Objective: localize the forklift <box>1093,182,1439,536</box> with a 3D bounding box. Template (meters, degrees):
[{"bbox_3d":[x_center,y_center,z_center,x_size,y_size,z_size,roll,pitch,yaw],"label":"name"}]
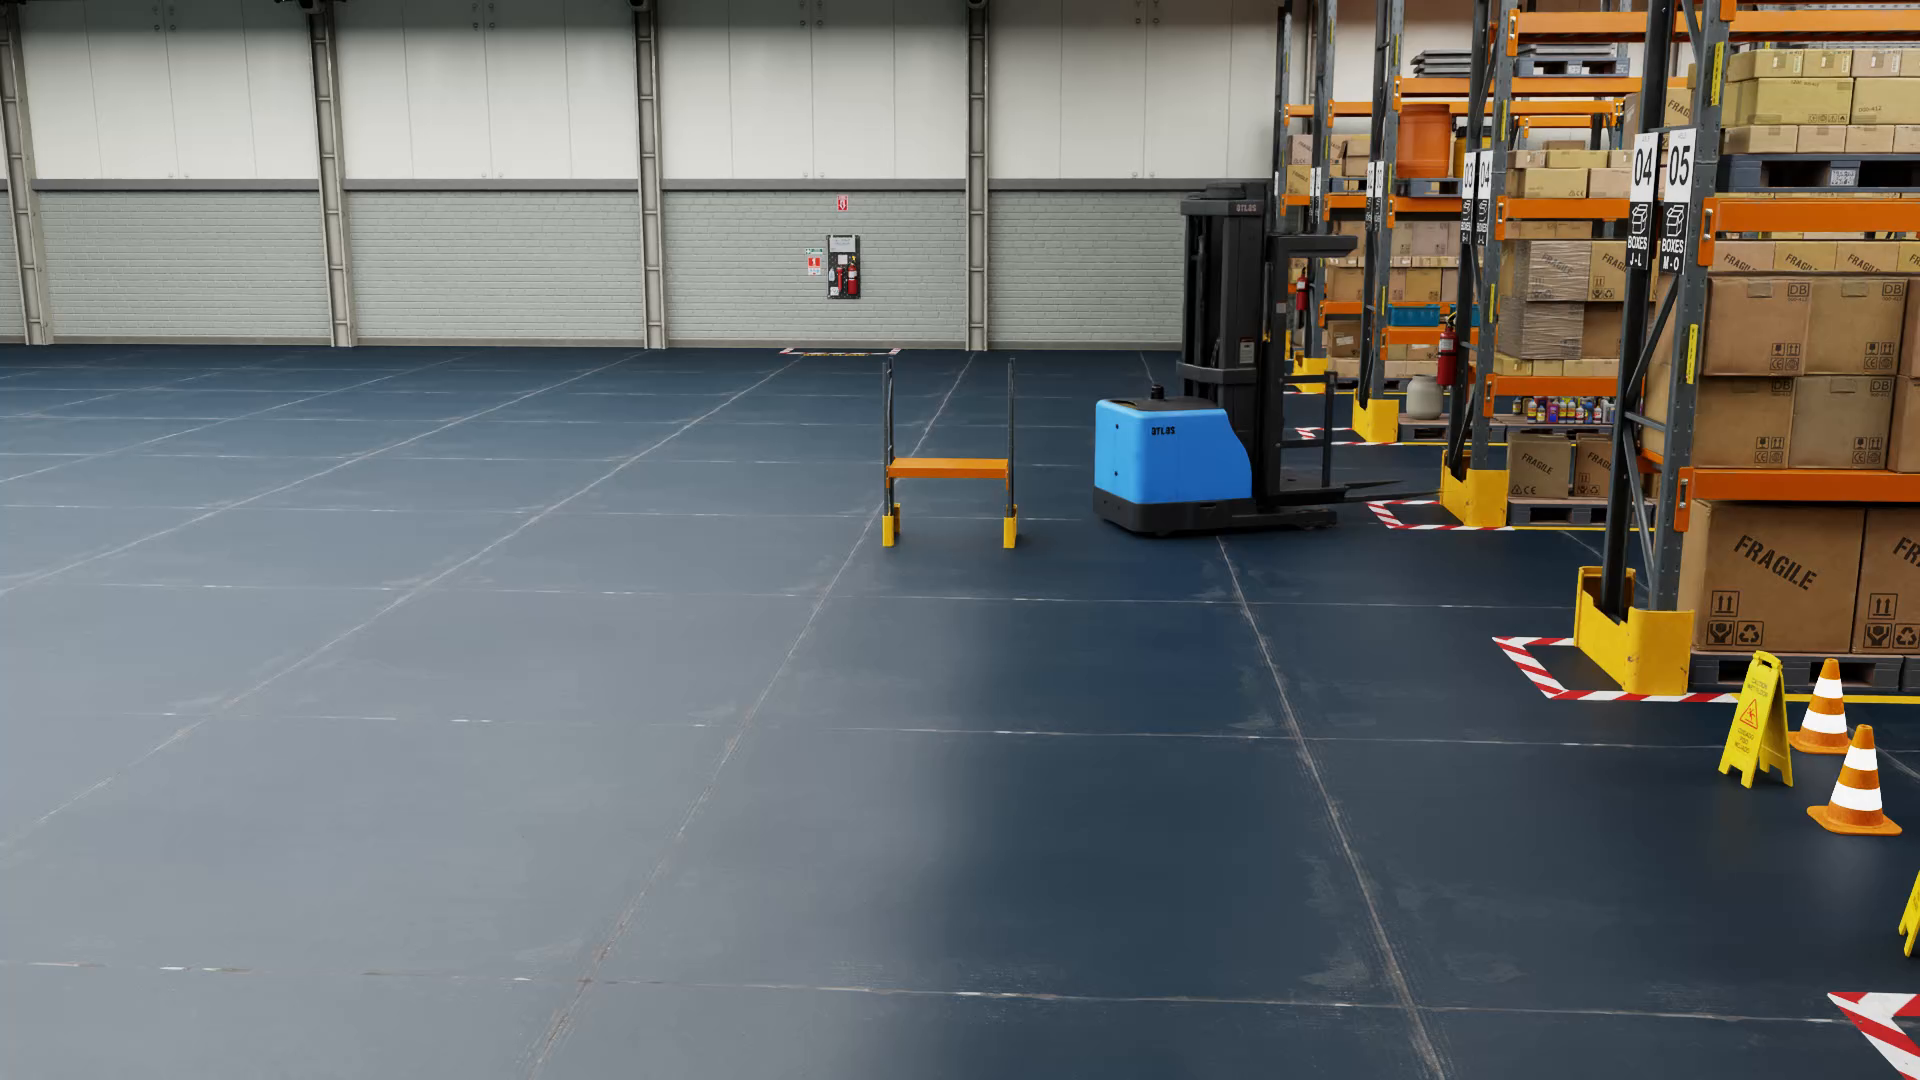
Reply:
[{"bbox_3d":[2.755,-1.618,14.515,3.031,2.935,1.130,-4,12,-17],"label":"forklift"}]

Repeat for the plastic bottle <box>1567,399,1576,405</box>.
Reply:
[{"bbox_3d":[7.330,-1.582,19.936,0.097,0.201,0.097,0,12,0],"label":"plastic bottle"}]

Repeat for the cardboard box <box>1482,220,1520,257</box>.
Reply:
[{"bbox_3d":[7.758,-4.369,24.088,0.500,0.500,0.700,1,12,4],"label":"cardboard box"}]

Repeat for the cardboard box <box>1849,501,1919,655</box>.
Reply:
[{"bbox_3d":[5.675,0.156,10.032,0.875,0.875,0.875,1,12,3],"label":"cardboard box"}]

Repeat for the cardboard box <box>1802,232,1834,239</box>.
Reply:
[{"bbox_3d":[14.495,-5.130,28.284,0.500,0.250,0.500,1,12,3],"label":"cardboard box"}]

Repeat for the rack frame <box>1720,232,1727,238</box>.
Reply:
[{"bbox_3d":[8.870,-2.655,19.302,0.053,2.616,0.949,1,12,4],"label":"rack frame"}]

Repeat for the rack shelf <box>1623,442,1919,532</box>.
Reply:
[{"bbox_3d":[6.111,-0.307,9.835,4.000,0.370,1.077,1,12,4],"label":"rack shelf"}]

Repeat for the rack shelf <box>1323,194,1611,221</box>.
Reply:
[{"bbox_3d":[7.209,-4.811,24.040,4.000,0.370,1.077,1,12,4],"label":"rack shelf"}]

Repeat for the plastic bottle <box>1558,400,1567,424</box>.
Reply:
[{"bbox_3d":[7.009,-1.497,19.356,0.097,0.271,0.097,0,12,0],"label":"plastic bottle"}]

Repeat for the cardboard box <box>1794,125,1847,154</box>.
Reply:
[{"bbox_3d":[4.691,-2.212,9.206,0.250,0.149,0.380,1,12,4],"label":"cardboard box"}]

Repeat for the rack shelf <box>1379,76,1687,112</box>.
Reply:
[{"bbox_3d":[6.874,-5.071,18.937,4.000,0.370,1.077,1,12,4],"label":"rack shelf"}]

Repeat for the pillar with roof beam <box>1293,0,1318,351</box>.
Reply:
[{"bbox_3d":[6.009,-6.958,25.223,0.548,9.000,9.100,1,12,4],"label":"pillar with roof beam"}]

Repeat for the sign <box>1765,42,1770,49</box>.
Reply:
[{"bbox_3d":[8.822,-5.377,18.176,0.005,0.325,0.100,1,12,4],"label":"sign"}]

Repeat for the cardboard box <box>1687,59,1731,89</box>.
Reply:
[{"bbox_3d":[4.474,-2.741,9.786,0.250,0.149,0.380,1,12,4],"label":"cardboard box"}]

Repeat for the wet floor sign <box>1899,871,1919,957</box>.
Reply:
[{"bbox_3d":[3.768,1.258,6.350,0.232,0.644,0.267,5,13,23],"label":"wet floor sign"}]

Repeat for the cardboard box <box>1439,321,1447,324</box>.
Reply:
[{"bbox_3d":[7.266,-2.984,24.737,0.500,0.500,0.500,1,12,4],"label":"cardboard box"}]

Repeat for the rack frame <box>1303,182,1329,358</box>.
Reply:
[{"bbox_3d":[5.213,-3.722,24.404,0.127,3.000,1.000,1,12,4],"label":"rack frame"}]

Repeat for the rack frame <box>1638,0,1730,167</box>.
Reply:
[{"bbox_3d":[4.116,-3.623,9.278,0.127,3.000,1.000,1,12,4],"label":"rack frame"}]

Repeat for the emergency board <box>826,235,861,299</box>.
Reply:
[{"bbox_3d":[-2.153,-5.025,30.633,0.643,1.169,0.194,1,12,4],"label":"emergency board"}]

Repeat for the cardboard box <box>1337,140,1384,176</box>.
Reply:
[{"bbox_3d":[5.787,-5.506,23.988,0.637,0.503,0.797,2,12,8],"label":"cardboard box"}]

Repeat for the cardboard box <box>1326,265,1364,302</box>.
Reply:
[{"bbox_3d":[5.678,-3.762,24.351,0.500,0.500,0.700,1,12,4],"label":"cardboard box"}]

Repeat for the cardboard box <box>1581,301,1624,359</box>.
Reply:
[{"bbox_3d":[5.602,-1.897,14.711,0.500,0.500,0.875,1,12,4],"label":"cardboard box"}]

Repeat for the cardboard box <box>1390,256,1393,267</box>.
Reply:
[{"bbox_3d":[6.103,-4.032,24.059,0.250,0.149,0.380,1,12,4],"label":"cardboard box"}]

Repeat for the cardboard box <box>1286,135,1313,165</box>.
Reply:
[{"bbox_3d":[5.909,-6.695,28.558,0.500,0.500,0.500,0,12,0],"label":"cardboard box"}]

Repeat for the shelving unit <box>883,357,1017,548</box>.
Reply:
[{"bbox_3d":[-0.076,-0.735,13.789,1.083,1.500,0.587,1,12,4],"label":"shelving unit"}]

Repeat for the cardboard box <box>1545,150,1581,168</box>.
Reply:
[{"bbox_3d":[5.059,-3.214,14.042,0.250,0.149,0.380,1,12,5],"label":"cardboard box"}]

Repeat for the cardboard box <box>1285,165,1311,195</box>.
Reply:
[{"bbox_3d":[5.858,-6.205,28.657,0.500,0.500,0.500,1,12,5],"label":"cardboard box"}]

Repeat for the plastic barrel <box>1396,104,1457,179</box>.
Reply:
[{"bbox_3d":[5.372,-4.613,19.265,0.708,0.830,0.600,1,12,4],"label":"plastic barrel"}]

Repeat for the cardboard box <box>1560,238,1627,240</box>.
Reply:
[{"bbox_3d":[5.612,-2.419,14.765,0.500,0.500,0.500,1,12,4],"label":"cardboard box"}]

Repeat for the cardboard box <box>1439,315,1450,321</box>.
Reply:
[{"bbox_3d":[8.494,-3.677,29.221,0.500,0.500,0.500,0,12,-1],"label":"cardboard box"}]

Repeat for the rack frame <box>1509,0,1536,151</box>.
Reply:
[{"bbox_3d":[9.532,-7.616,28.367,0.127,3.000,1.000,1,12,4],"label":"rack frame"}]

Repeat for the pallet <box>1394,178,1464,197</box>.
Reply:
[{"bbox_3d":[5.698,-4.054,19.130,1.213,0.211,1.003,1,12,4],"label":"pallet"}]

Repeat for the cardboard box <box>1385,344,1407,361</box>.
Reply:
[{"bbox_3d":[6.233,-2.889,24.283,0.500,0.500,0.500,1,12,4],"label":"cardboard box"}]

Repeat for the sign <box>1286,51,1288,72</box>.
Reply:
[{"bbox_3d":[5.504,-8.055,27.995,0.005,0.325,0.100,1,12,4],"label":"sign"}]

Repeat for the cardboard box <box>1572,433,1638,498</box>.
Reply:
[{"bbox_3d":[5.768,-0.667,14.880,0.500,0.500,0.500,4,12,19],"label":"cardboard box"}]

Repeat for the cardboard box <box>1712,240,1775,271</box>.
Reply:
[{"bbox_3d":[6.575,-2.298,14.187,0.500,0.500,0.500,1,12,4],"label":"cardboard box"}]

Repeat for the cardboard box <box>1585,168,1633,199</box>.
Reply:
[{"bbox_3d":[5.526,-3.028,14.126,0.500,0.250,0.500,1,12,2],"label":"cardboard box"}]

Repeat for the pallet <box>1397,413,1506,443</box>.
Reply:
[{"bbox_3d":[5.768,-1.341,19.835,1.213,0.211,1.003,1,12,4],"label":"pallet"}]

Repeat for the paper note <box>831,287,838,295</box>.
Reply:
[{"bbox_3d":[-2.325,-4.610,30.802,0.142,0.148,0.016,1,12,4],"label":"paper note"}]

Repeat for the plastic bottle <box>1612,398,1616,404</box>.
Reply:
[{"bbox_3d":[7.675,-1.519,19.435,0.133,0.283,0.061,1,12,4],"label":"plastic bottle"}]

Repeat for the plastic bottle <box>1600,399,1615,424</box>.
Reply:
[{"bbox_3d":[7.532,-1.497,19.348,0.135,0.276,0.152,1,12,5],"label":"plastic bottle"}]

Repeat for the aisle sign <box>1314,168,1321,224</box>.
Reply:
[{"bbox_3d":[5.127,-4.933,23.843,0.004,0.787,0.394,1,12,4],"label":"aisle sign"}]

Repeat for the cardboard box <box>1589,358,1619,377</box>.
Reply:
[{"bbox_3d":[5.564,-1.510,14.442,0.250,0.149,0.380,1,12,4],"label":"cardboard box"}]

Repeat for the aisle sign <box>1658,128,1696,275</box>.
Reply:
[{"bbox_3d":[4.025,-1.898,9.338,0.004,0.787,0.394,1,12,4],"label":"aisle sign"}]

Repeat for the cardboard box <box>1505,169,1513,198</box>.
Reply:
[{"bbox_3d":[5.046,-3.138,14.655,0.500,0.250,0.500,1,12,5],"label":"cardboard box"}]

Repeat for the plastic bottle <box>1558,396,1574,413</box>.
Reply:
[{"bbox_3d":[7.294,-1.681,20.042,0.185,0.351,0.144,1,12,6],"label":"plastic bottle"}]

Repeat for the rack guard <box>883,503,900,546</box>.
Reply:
[{"bbox_3d":[-0.573,-0.130,13.950,0.087,0.250,0.587,1,12,4],"label":"rack guard"}]

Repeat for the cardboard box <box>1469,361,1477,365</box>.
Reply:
[{"bbox_3d":[7.230,-2.508,24.291,0.500,0.250,0.500,1,12,4],"label":"cardboard box"}]

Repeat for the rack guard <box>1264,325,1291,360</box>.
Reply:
[{"bbox_3d":[5.617,-3.509,29.493,0.348,0.500,1.175,1,12,4],"label":"rack guard"}]
